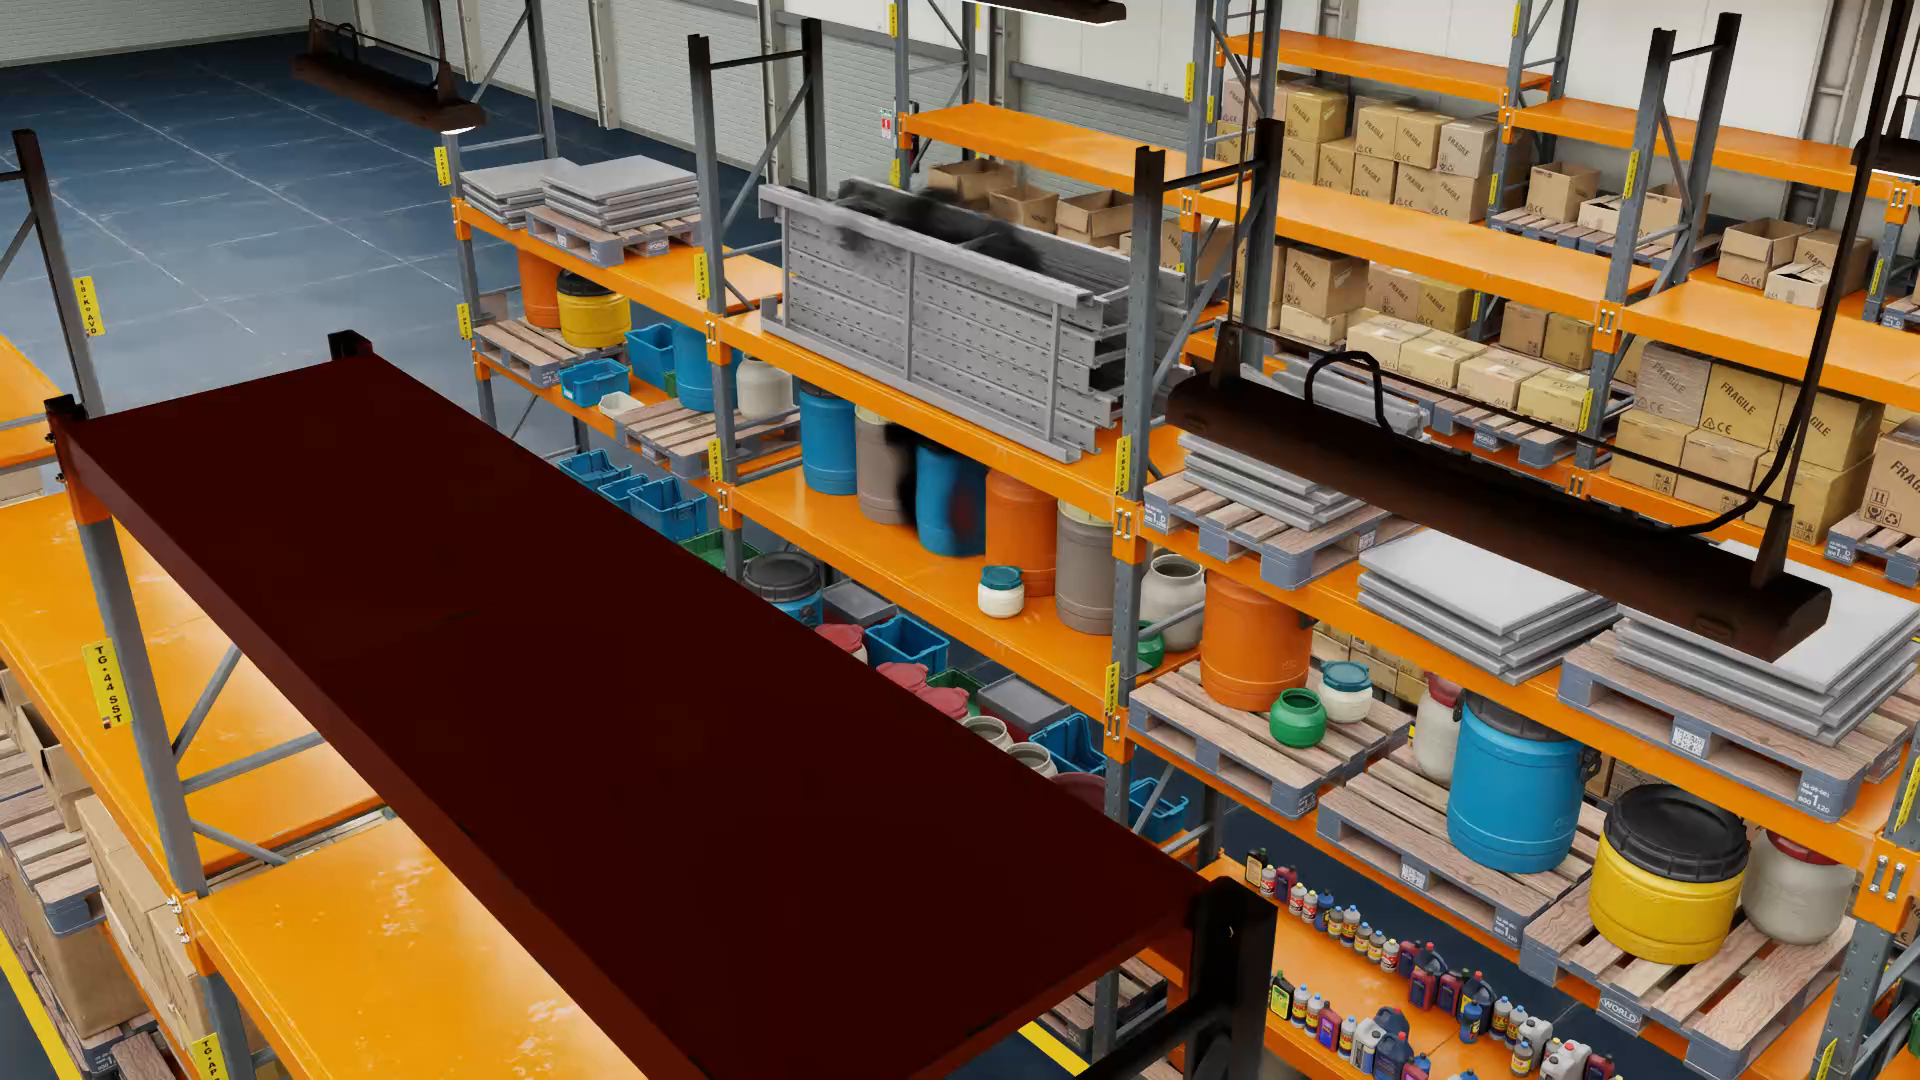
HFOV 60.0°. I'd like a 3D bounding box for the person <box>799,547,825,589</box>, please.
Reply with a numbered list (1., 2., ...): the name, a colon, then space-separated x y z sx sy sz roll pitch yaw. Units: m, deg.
1. person: -1.163 0.167 15.467 0.565 1.646 0.721 -22 34 -36
